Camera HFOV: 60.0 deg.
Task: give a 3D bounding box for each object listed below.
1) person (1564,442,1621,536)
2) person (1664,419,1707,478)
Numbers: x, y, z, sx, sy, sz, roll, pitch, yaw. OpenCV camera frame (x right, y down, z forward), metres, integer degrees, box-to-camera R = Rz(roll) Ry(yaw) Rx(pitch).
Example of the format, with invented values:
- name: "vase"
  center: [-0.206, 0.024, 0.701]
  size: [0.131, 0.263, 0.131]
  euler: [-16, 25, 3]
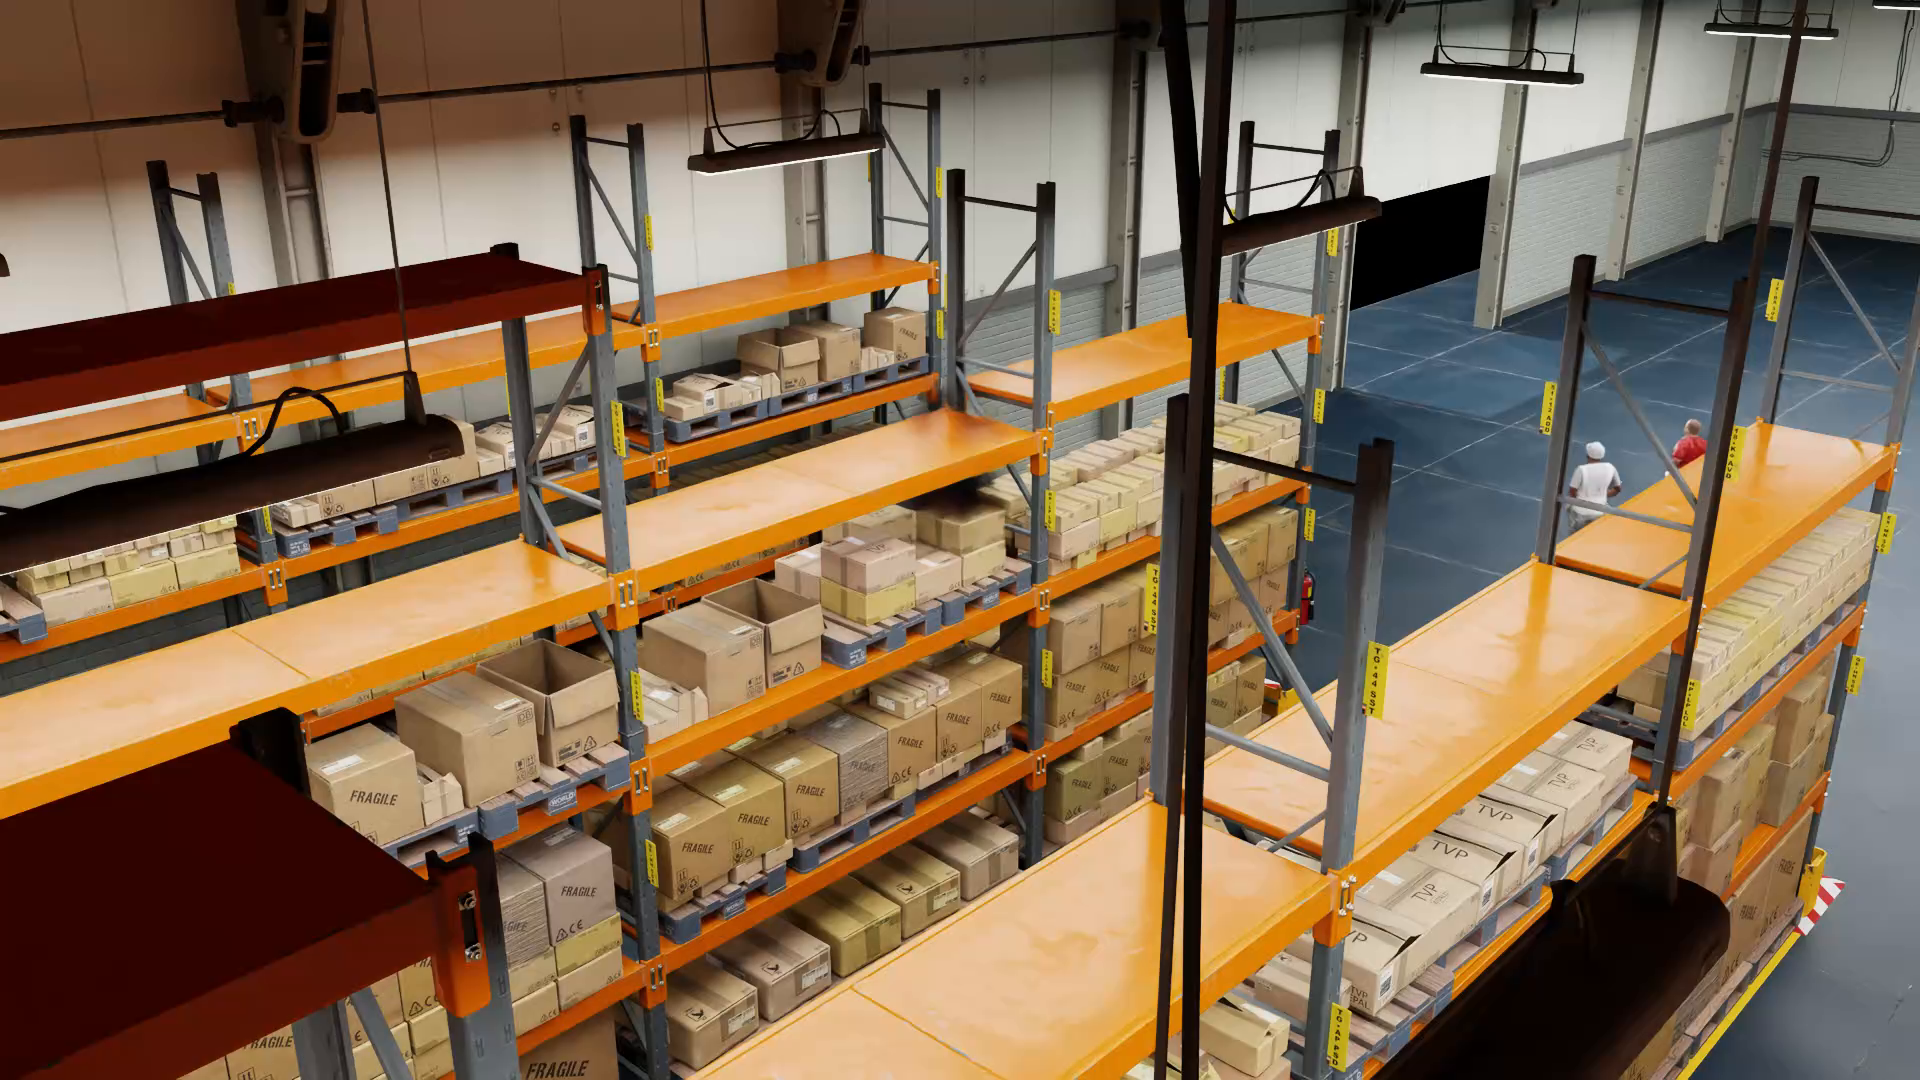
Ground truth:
- name: "person"
  center: [7.802, -0.366, 20.581]
  size: [0.673, 1.737, 0.665]
  euler: [-1, 21, -4]
- name: "person"
  center: [9.369, -0.776, 21.679]
  size: [0.640, 1.705, 0.645]
  euler: [-4, 22, -10]
